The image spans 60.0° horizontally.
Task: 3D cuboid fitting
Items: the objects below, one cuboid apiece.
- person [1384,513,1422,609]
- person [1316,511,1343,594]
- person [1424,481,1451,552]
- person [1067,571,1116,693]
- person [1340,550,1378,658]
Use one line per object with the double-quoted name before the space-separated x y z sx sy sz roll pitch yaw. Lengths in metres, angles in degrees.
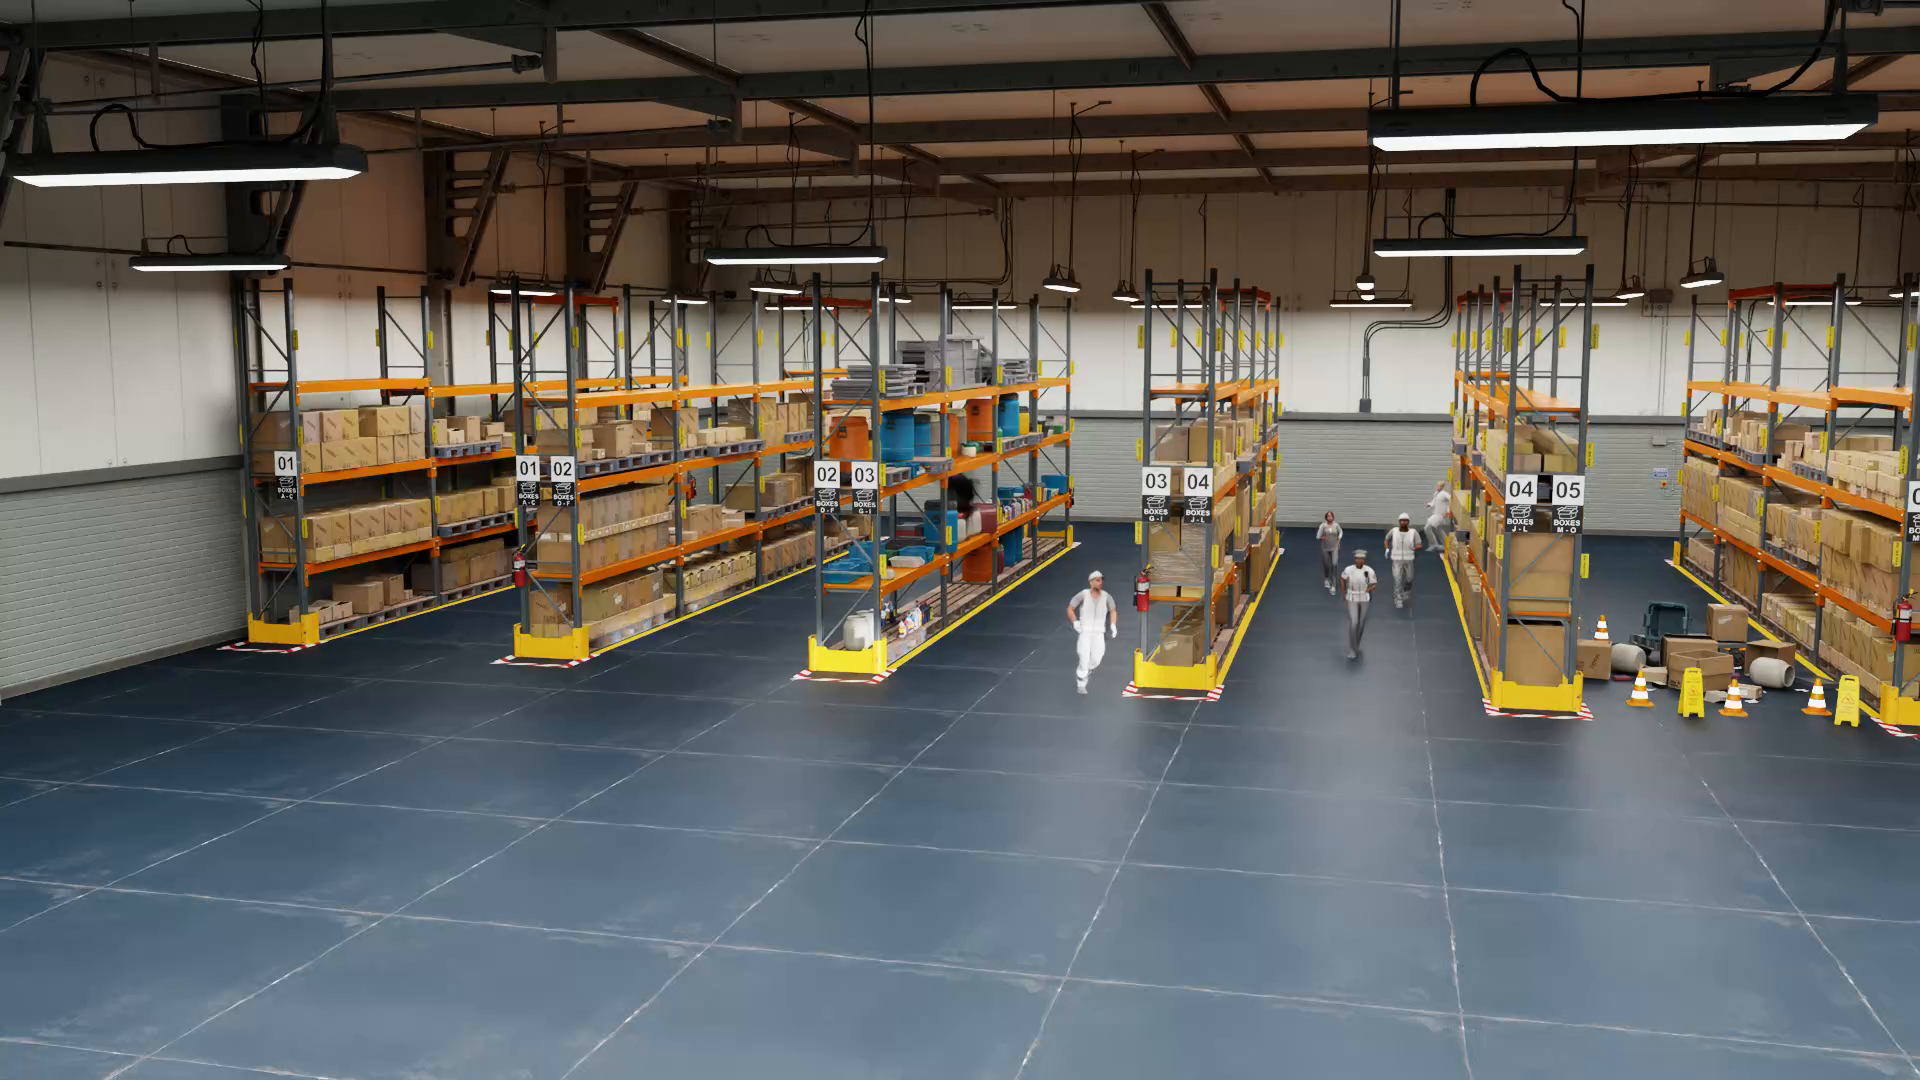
"person" 8.309 0.378 31.215 0.695 1.763 0.956 2 7 13
"person" 7.370 0.231 33.205 0.522 1.645 0.751 1 7 10
"person" 11.376 -0.539 39.371 0.768 1.737 0.832 0 7 -1
"person" 1.891 1.311 23.702 0.729 1.736 0.541 -1 7 -8
"person" 6.353 1.013 26.482 0.562 1.753 0.753 0 7 4
